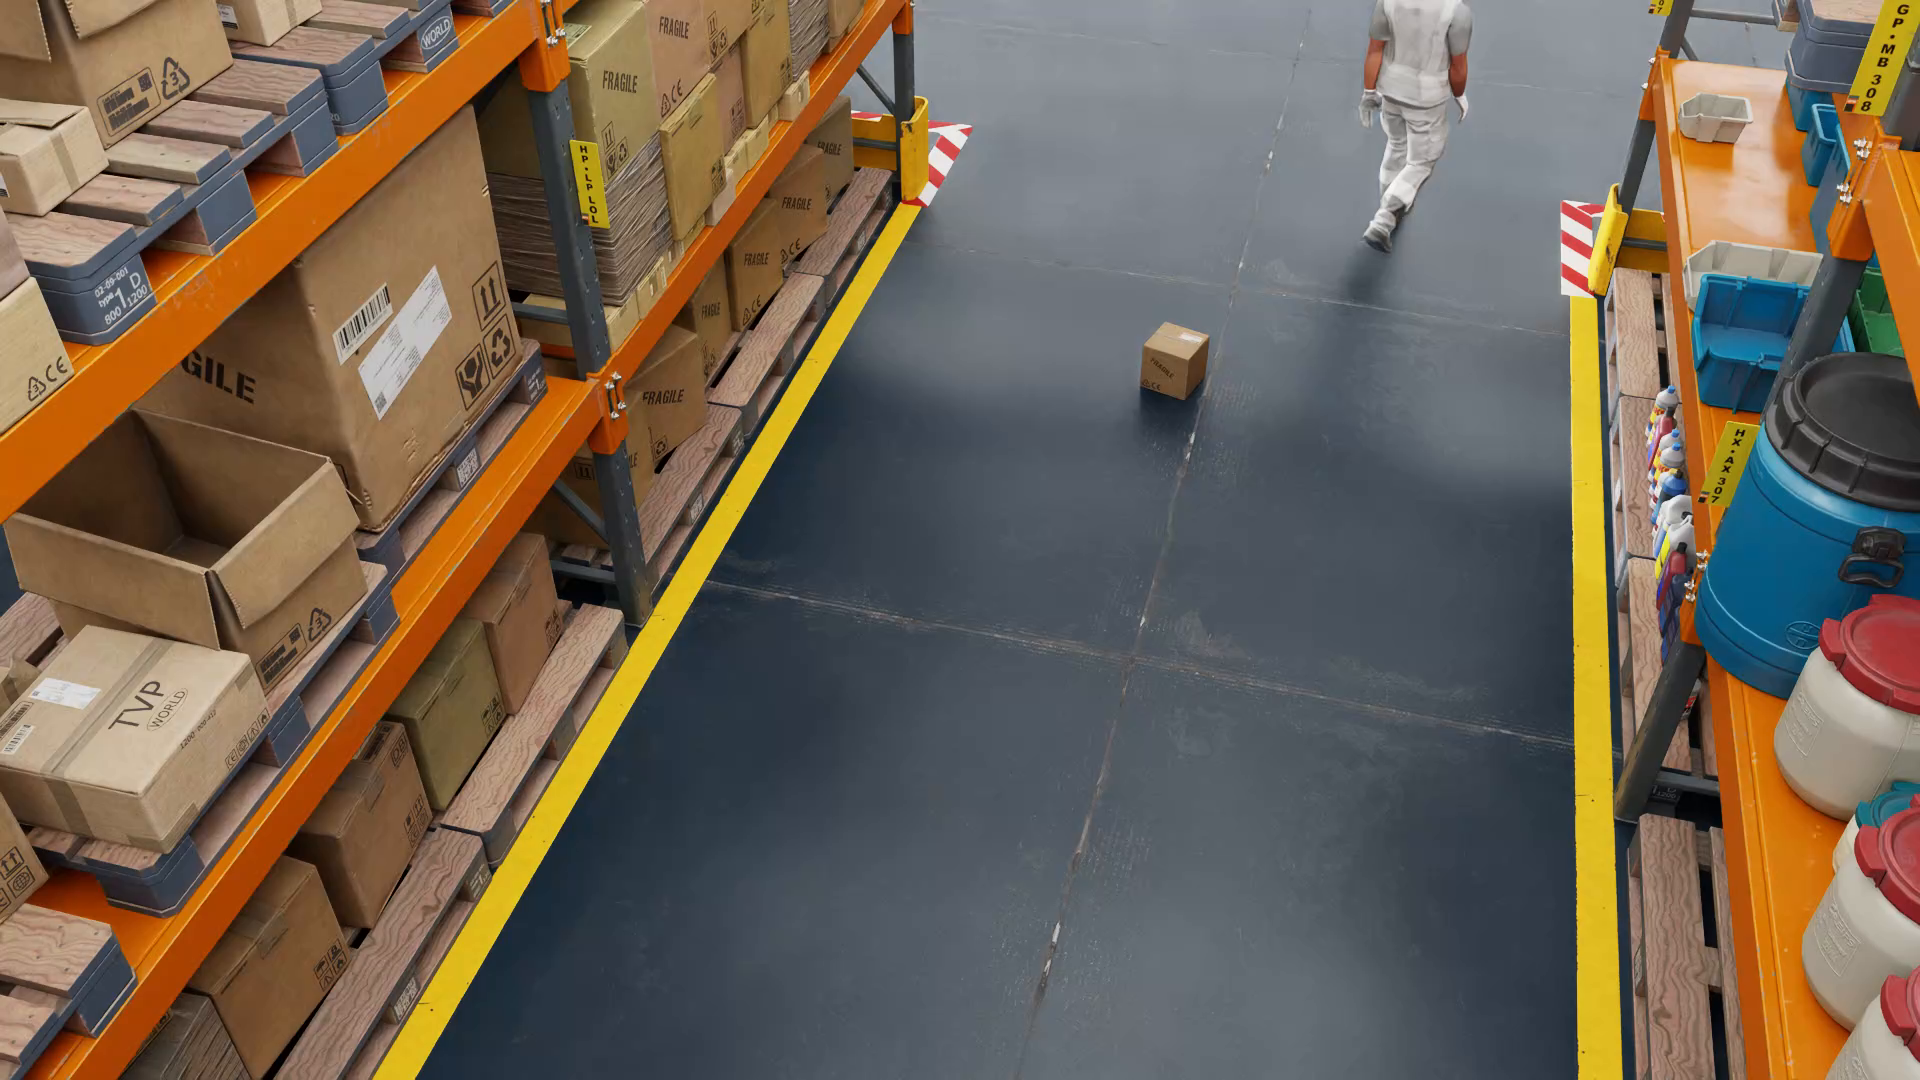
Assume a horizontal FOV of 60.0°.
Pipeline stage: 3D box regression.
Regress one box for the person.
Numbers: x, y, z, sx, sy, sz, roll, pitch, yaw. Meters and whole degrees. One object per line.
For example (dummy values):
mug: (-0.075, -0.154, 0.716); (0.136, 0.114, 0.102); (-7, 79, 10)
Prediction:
person: (2.422, -2.377, 8.900); (0.533, 1.758, 0.903); (27, 47, 28)
